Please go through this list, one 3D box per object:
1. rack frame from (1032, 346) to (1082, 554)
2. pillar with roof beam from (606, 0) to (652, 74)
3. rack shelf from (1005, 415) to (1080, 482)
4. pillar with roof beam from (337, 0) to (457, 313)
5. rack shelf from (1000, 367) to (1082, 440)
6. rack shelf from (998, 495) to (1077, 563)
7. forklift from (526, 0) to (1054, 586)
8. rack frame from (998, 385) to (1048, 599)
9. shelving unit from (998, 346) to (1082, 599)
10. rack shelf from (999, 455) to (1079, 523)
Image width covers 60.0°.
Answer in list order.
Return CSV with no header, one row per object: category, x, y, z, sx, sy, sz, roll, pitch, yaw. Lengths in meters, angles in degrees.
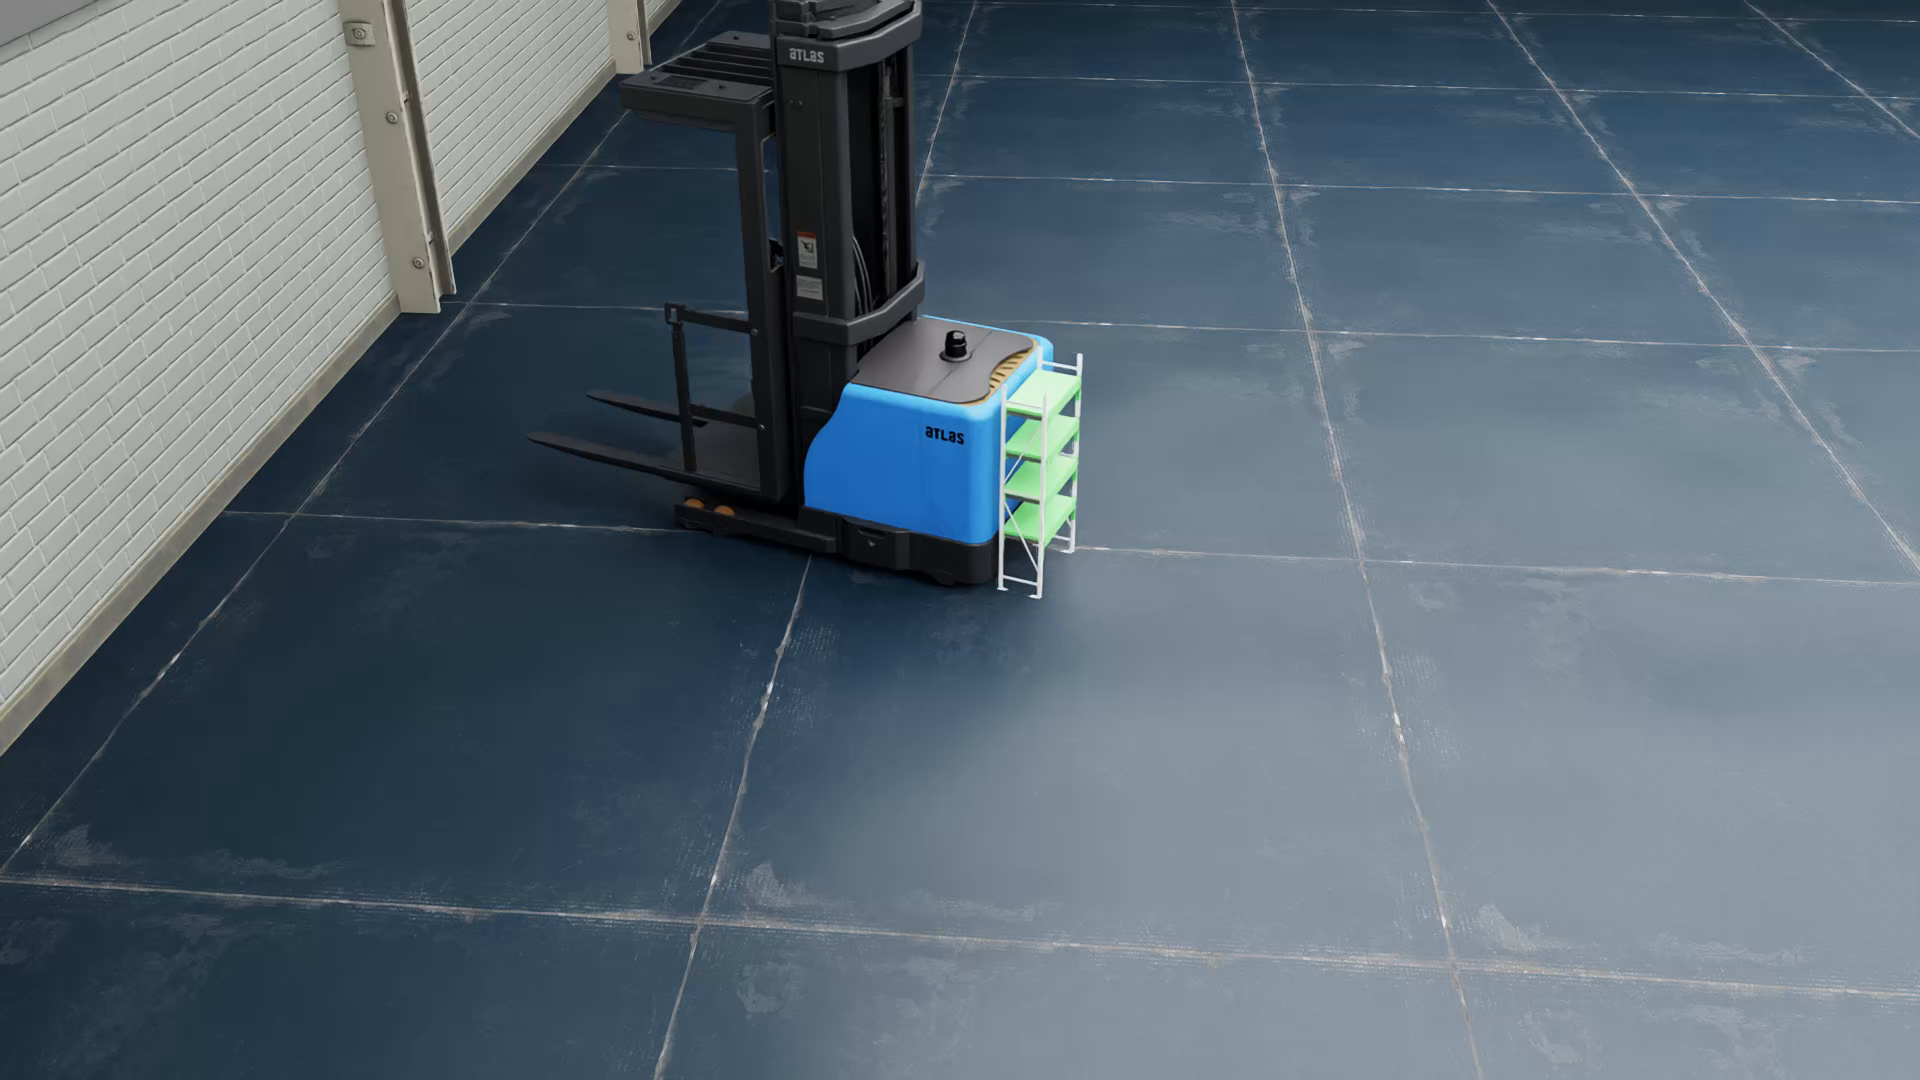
rack frame,0.513,-0.461,8.854,0.240,1.200,0.015,13,34,20
pillar with roof beam,0.915,-8.513,14.487,9.100,9.000,0.400,2,32,4
rack shelf,0.415,-0.494,8.572,0.258,0.148,0.480,13,34,20
pillar with roof beam,0.426,-5.376,9.396,9.100,9.000,0.400,2,32,4
rack shelf,0.415,-0.698,8.446,0.258,0.148,0.480,13,34,20
rack shelf,0.414,-0.085,8.824,0.258,0.148,0.480,13,34,20
forklift,-1.044,-1.508,8.903,3.031,2.935,1.130,13,34,20
rack frame,0.316,-0.227,8.474,0.240,1.200,0.015,13,34,20
shelving unit,0.415,-0.344,8.664,0.258,1.200,0.503,13,34,20
rack shelf,0.415,-0.290,8.698,0.258,0.148,0.480,13,34,20
